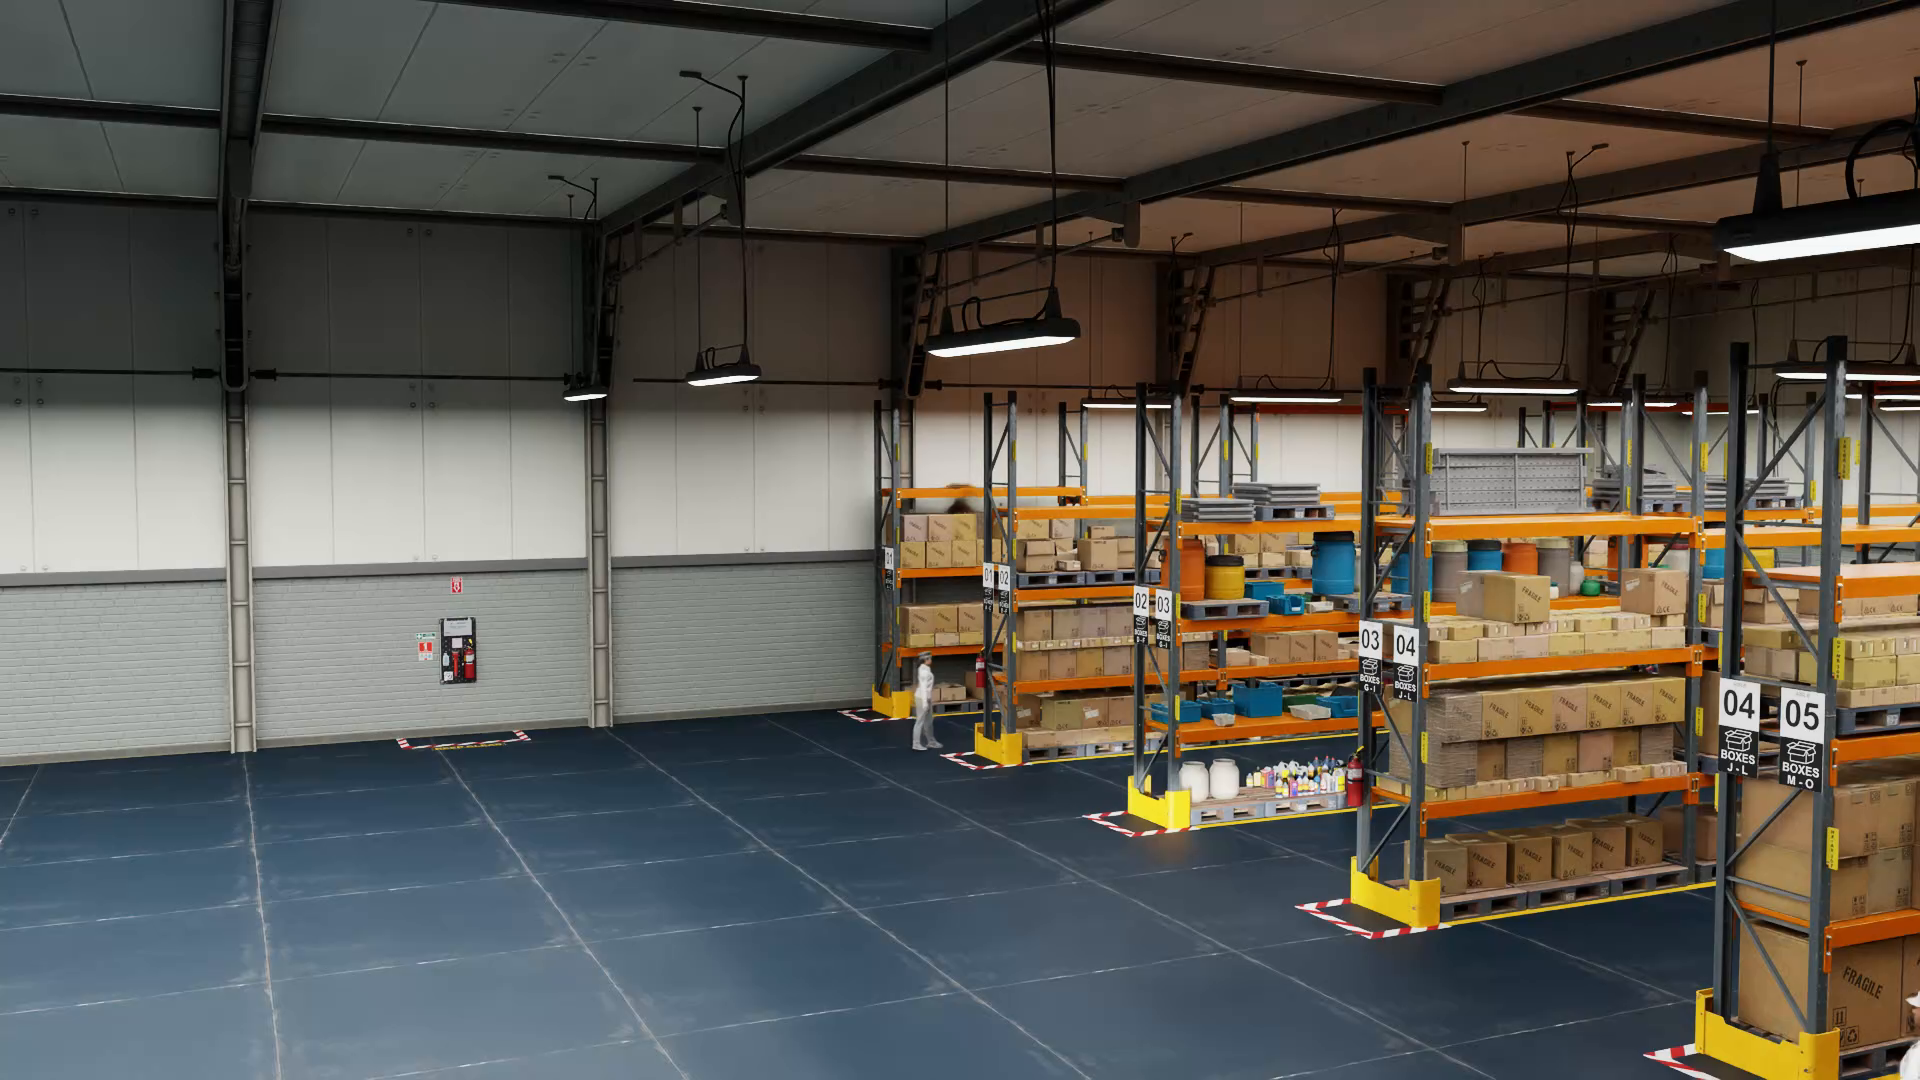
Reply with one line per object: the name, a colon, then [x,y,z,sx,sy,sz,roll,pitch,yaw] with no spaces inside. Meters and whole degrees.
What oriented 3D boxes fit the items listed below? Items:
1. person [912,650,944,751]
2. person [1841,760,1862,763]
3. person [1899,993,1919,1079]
person: [-0.538,2.706,28.061,0.523,1.684,0.560,0,3,4]
person: [10.080,3.198,18.884,1.042,1.727,0.681,-1,4,-20]
person: [6.124,3.683,10.537,0.596,1.719,1.070,-3,4,-39]
